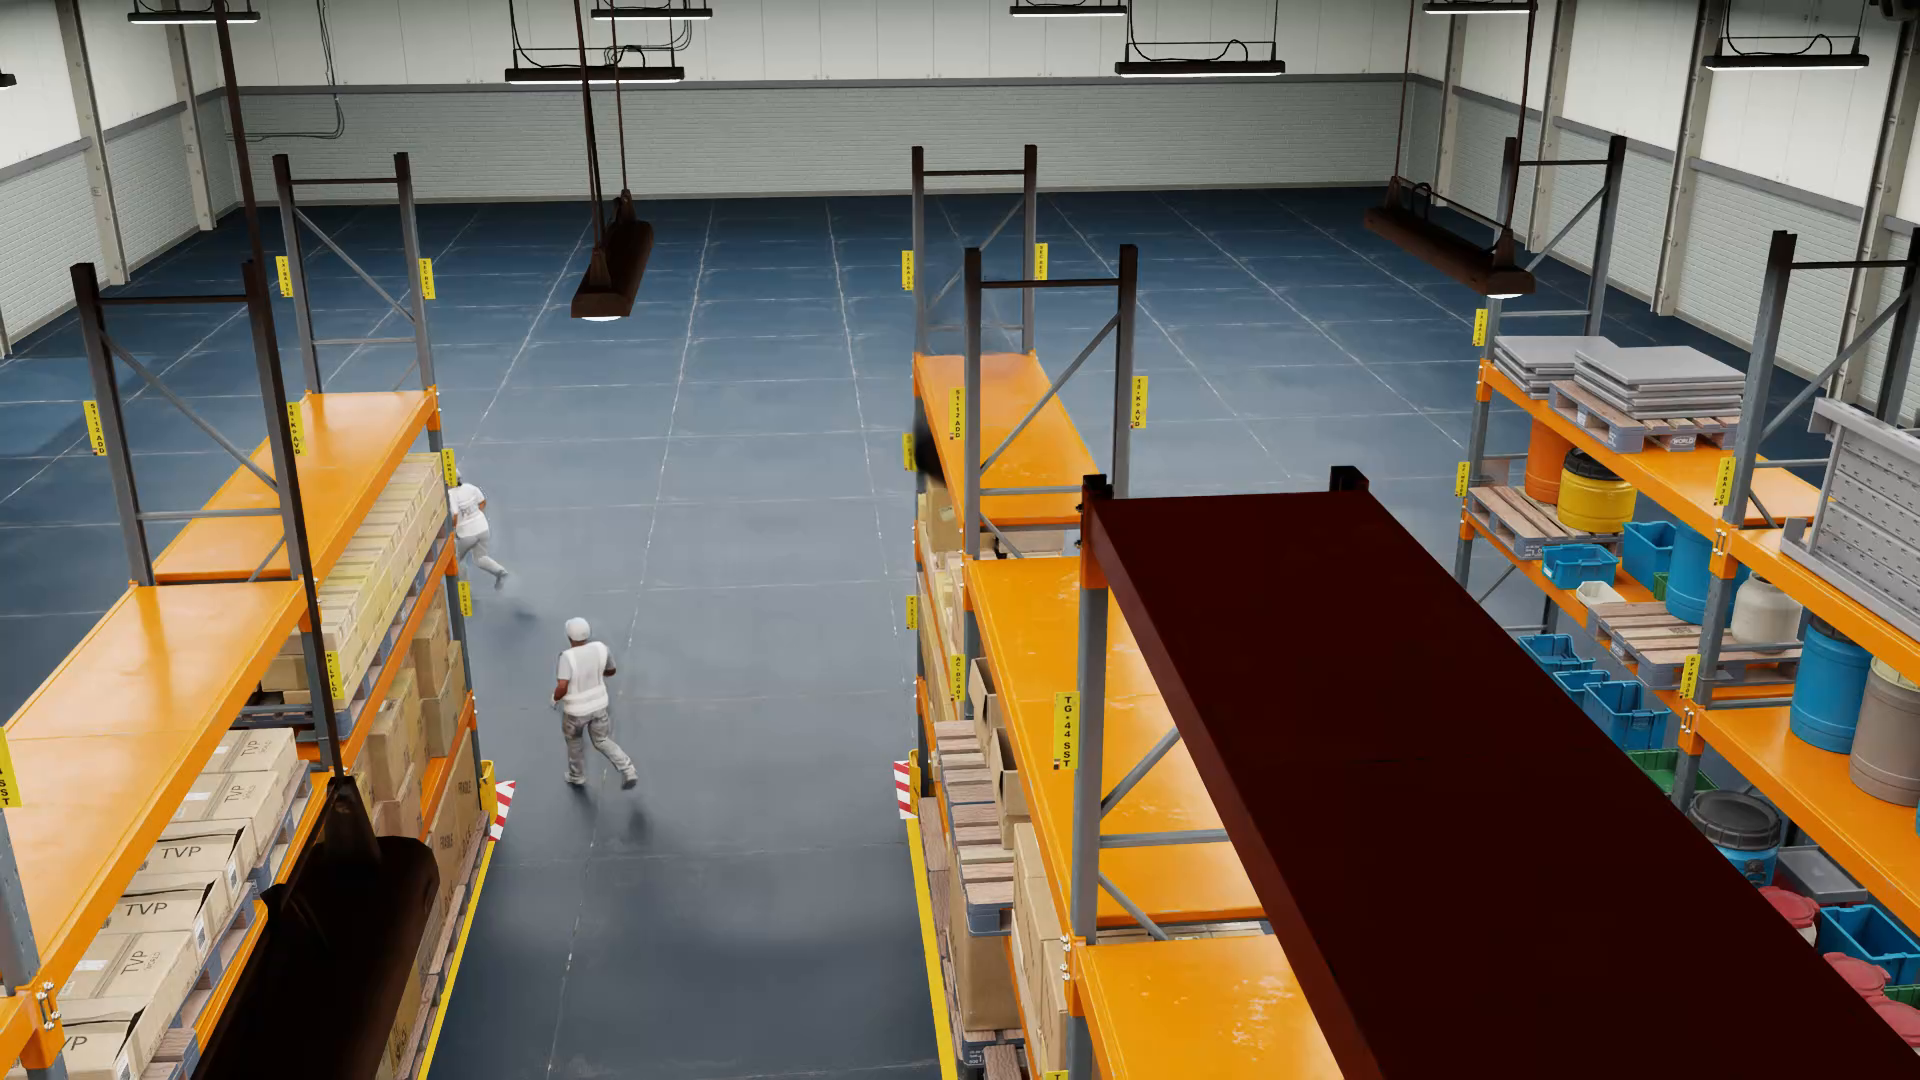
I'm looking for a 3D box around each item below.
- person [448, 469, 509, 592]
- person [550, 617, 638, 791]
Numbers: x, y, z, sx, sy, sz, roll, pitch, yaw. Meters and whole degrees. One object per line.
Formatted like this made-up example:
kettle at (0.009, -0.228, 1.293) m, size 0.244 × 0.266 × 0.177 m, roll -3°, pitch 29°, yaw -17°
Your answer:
person at (-5.752, -0.030, 19.587) m, size 0.899 × 1.663 × 0.606 m, roll 14°, pitch 25°, yaw 31°
person at (-3.415, 1.554, 15.304) m, size 0.672 × 1.784 × 0.980 m, roll -19°, pitch 28°, yaw -39°
